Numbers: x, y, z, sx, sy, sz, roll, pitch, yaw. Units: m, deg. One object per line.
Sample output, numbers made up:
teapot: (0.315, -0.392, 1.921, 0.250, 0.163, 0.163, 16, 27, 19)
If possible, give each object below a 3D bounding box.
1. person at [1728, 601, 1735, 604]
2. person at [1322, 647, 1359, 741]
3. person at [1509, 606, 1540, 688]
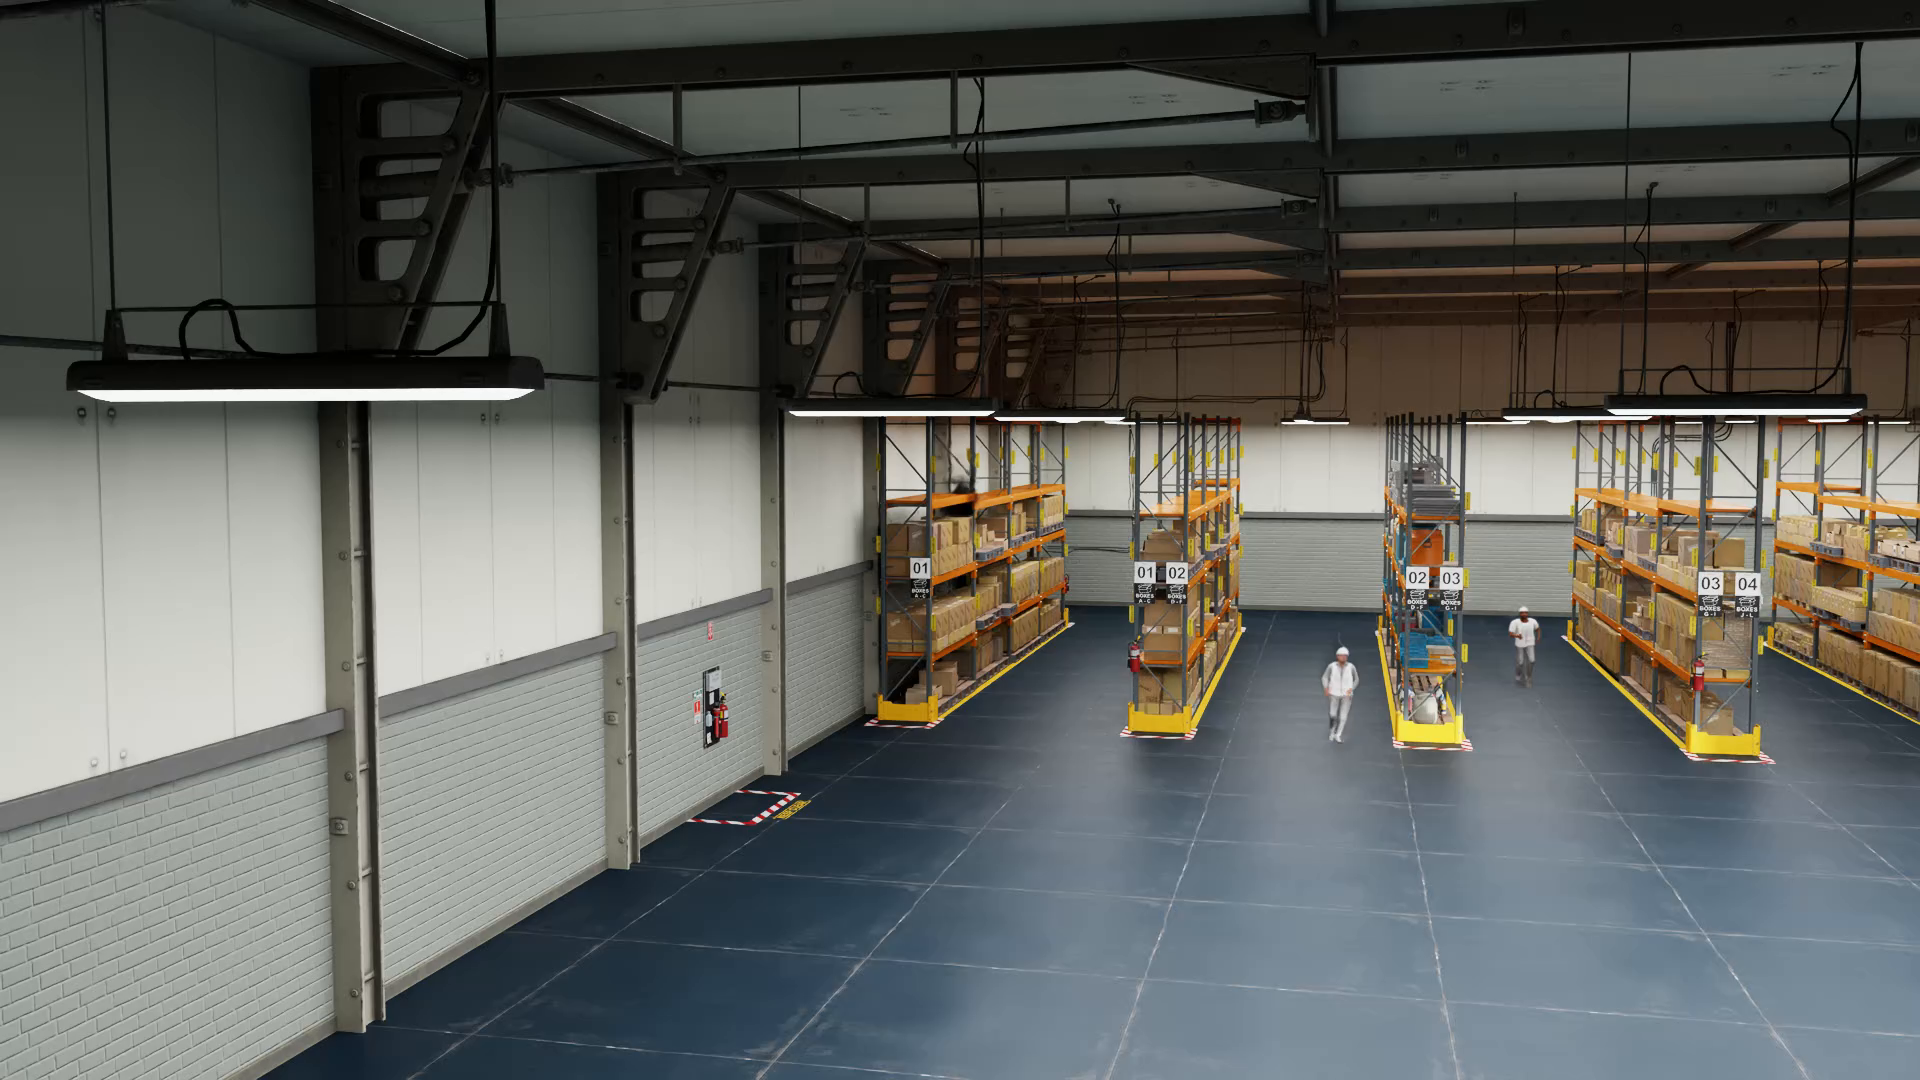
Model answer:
person: (20.617, 1.918, 44.661, 1.053, 1.559, 0.649, -1, 4, -12)
person: (6.936, 2.834, 30.307, 0.651, 1.753, 0.515, 1, 4, 10)
person: (12.522, 2.371, 36.862, 0.707, 1.802, 0.757, 1, 4, 10)
